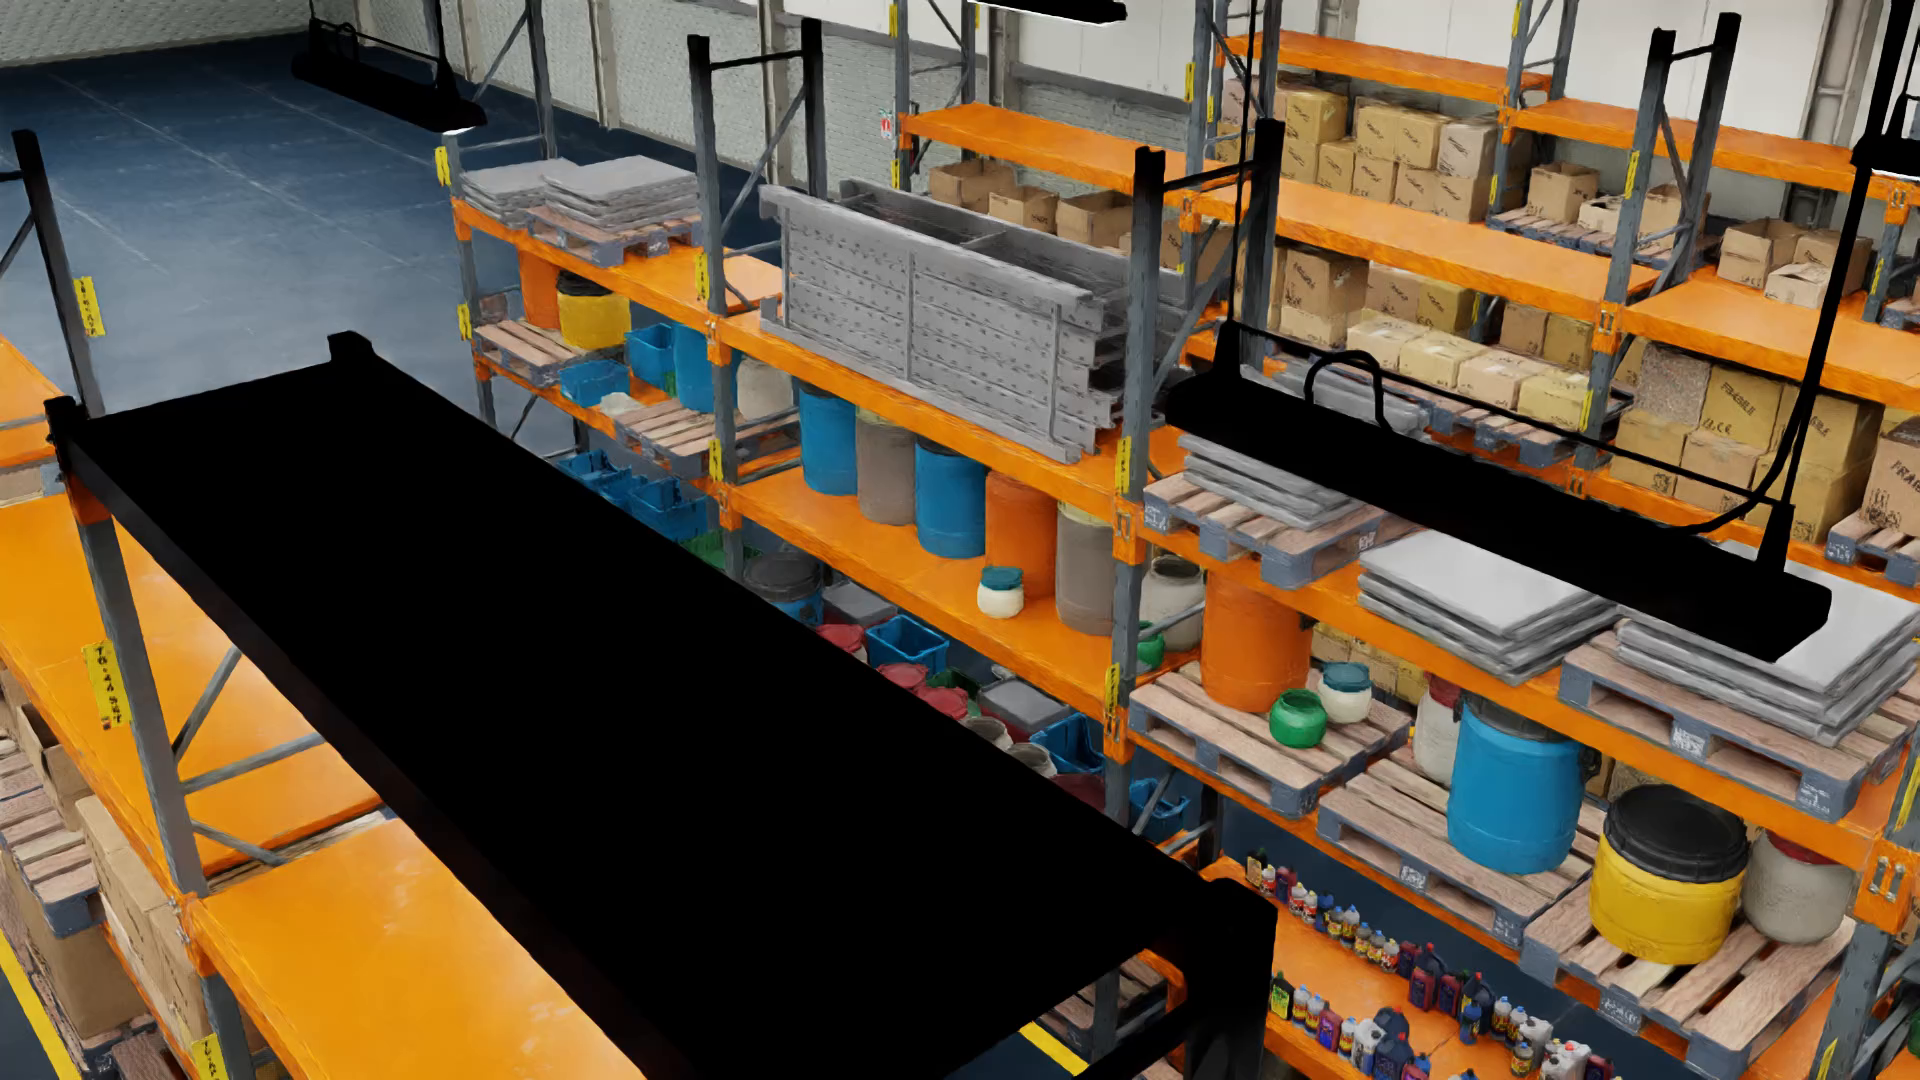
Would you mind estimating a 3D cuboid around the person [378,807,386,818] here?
[{"bbox_3d":[-4.359,1.906,12.248,0.416,1.417,1.034,-22,35,-37],"label":"person"}]

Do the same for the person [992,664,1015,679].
[{"bbox_3d":[0.551,0.691,14.420,0.493,1.593,0.982,-22,35,-37],"label":"person"}]
